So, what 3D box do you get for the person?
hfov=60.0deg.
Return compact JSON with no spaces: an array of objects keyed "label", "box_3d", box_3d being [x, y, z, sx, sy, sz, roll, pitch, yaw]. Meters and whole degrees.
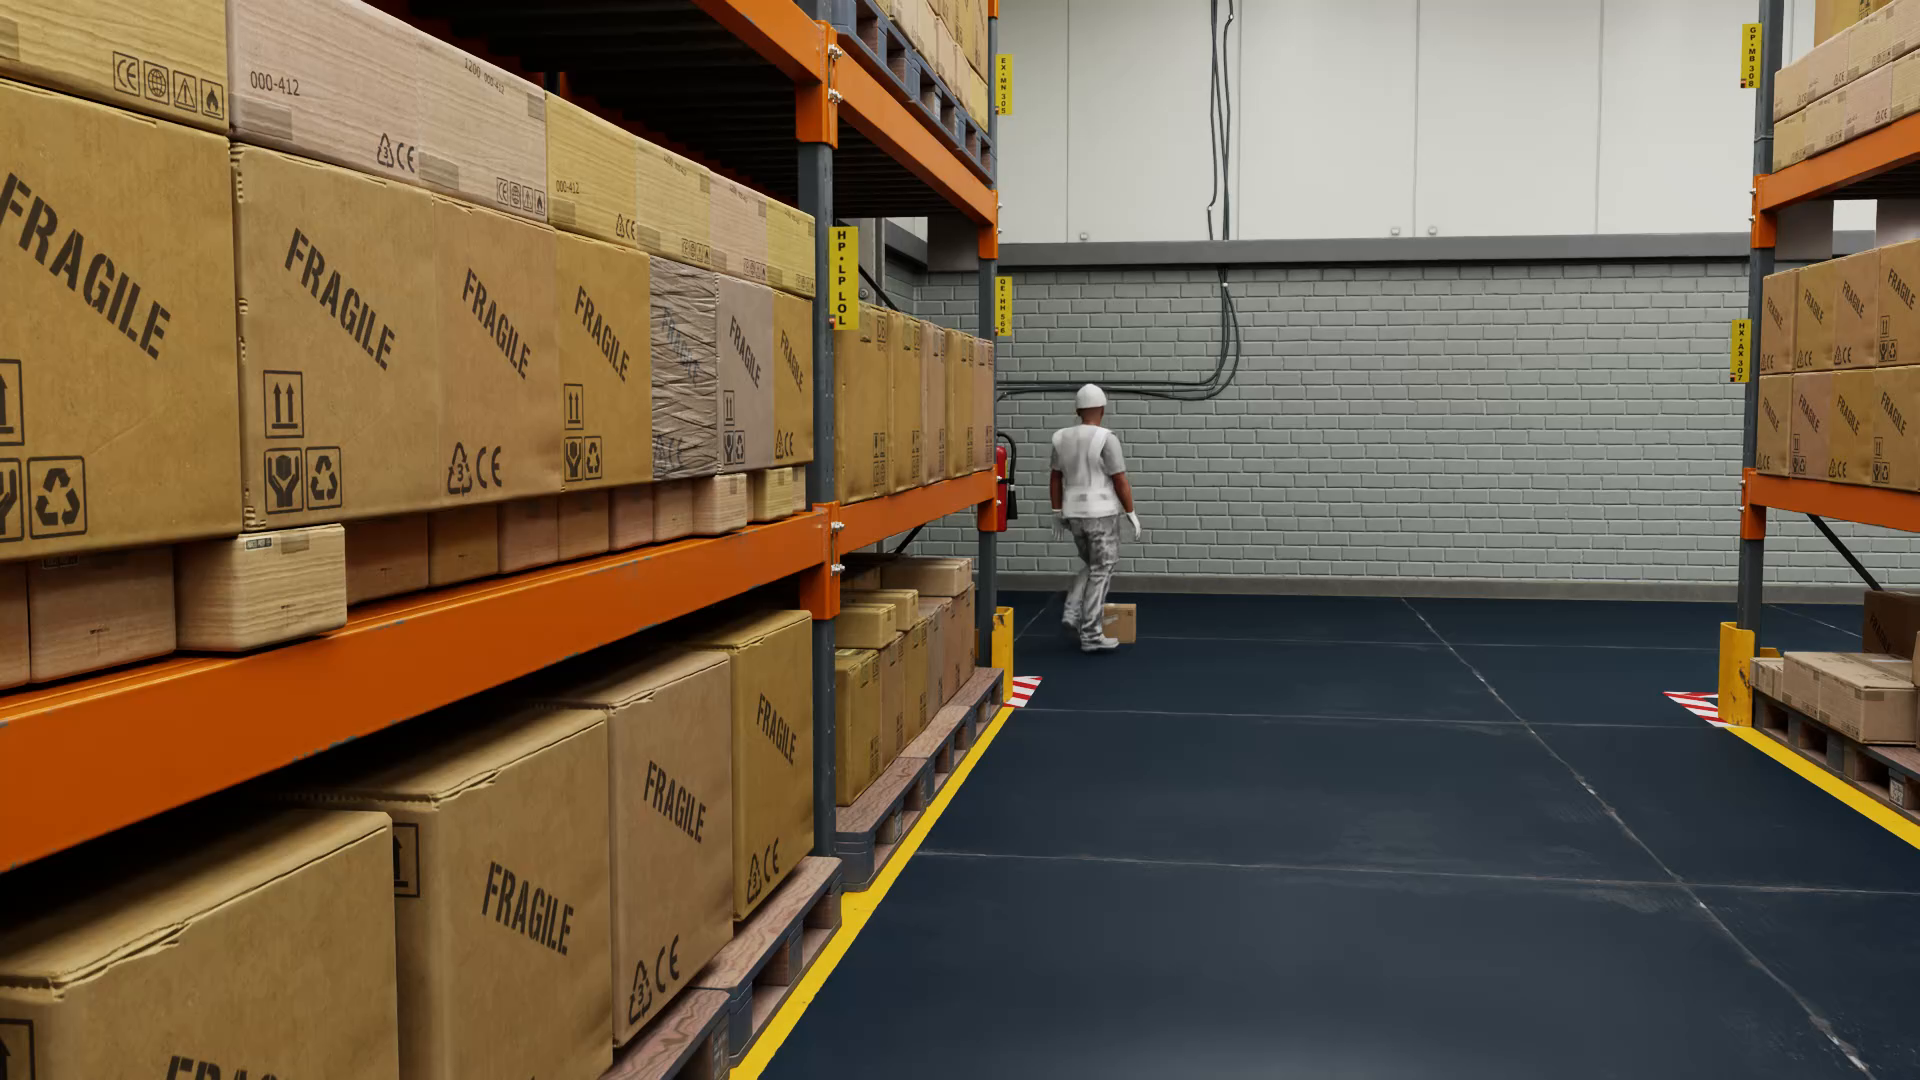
[{"label":"person","box_3d":[0.917,-0.144,11.156,0.460,1.792,0.567,-4,6,-40]}]
